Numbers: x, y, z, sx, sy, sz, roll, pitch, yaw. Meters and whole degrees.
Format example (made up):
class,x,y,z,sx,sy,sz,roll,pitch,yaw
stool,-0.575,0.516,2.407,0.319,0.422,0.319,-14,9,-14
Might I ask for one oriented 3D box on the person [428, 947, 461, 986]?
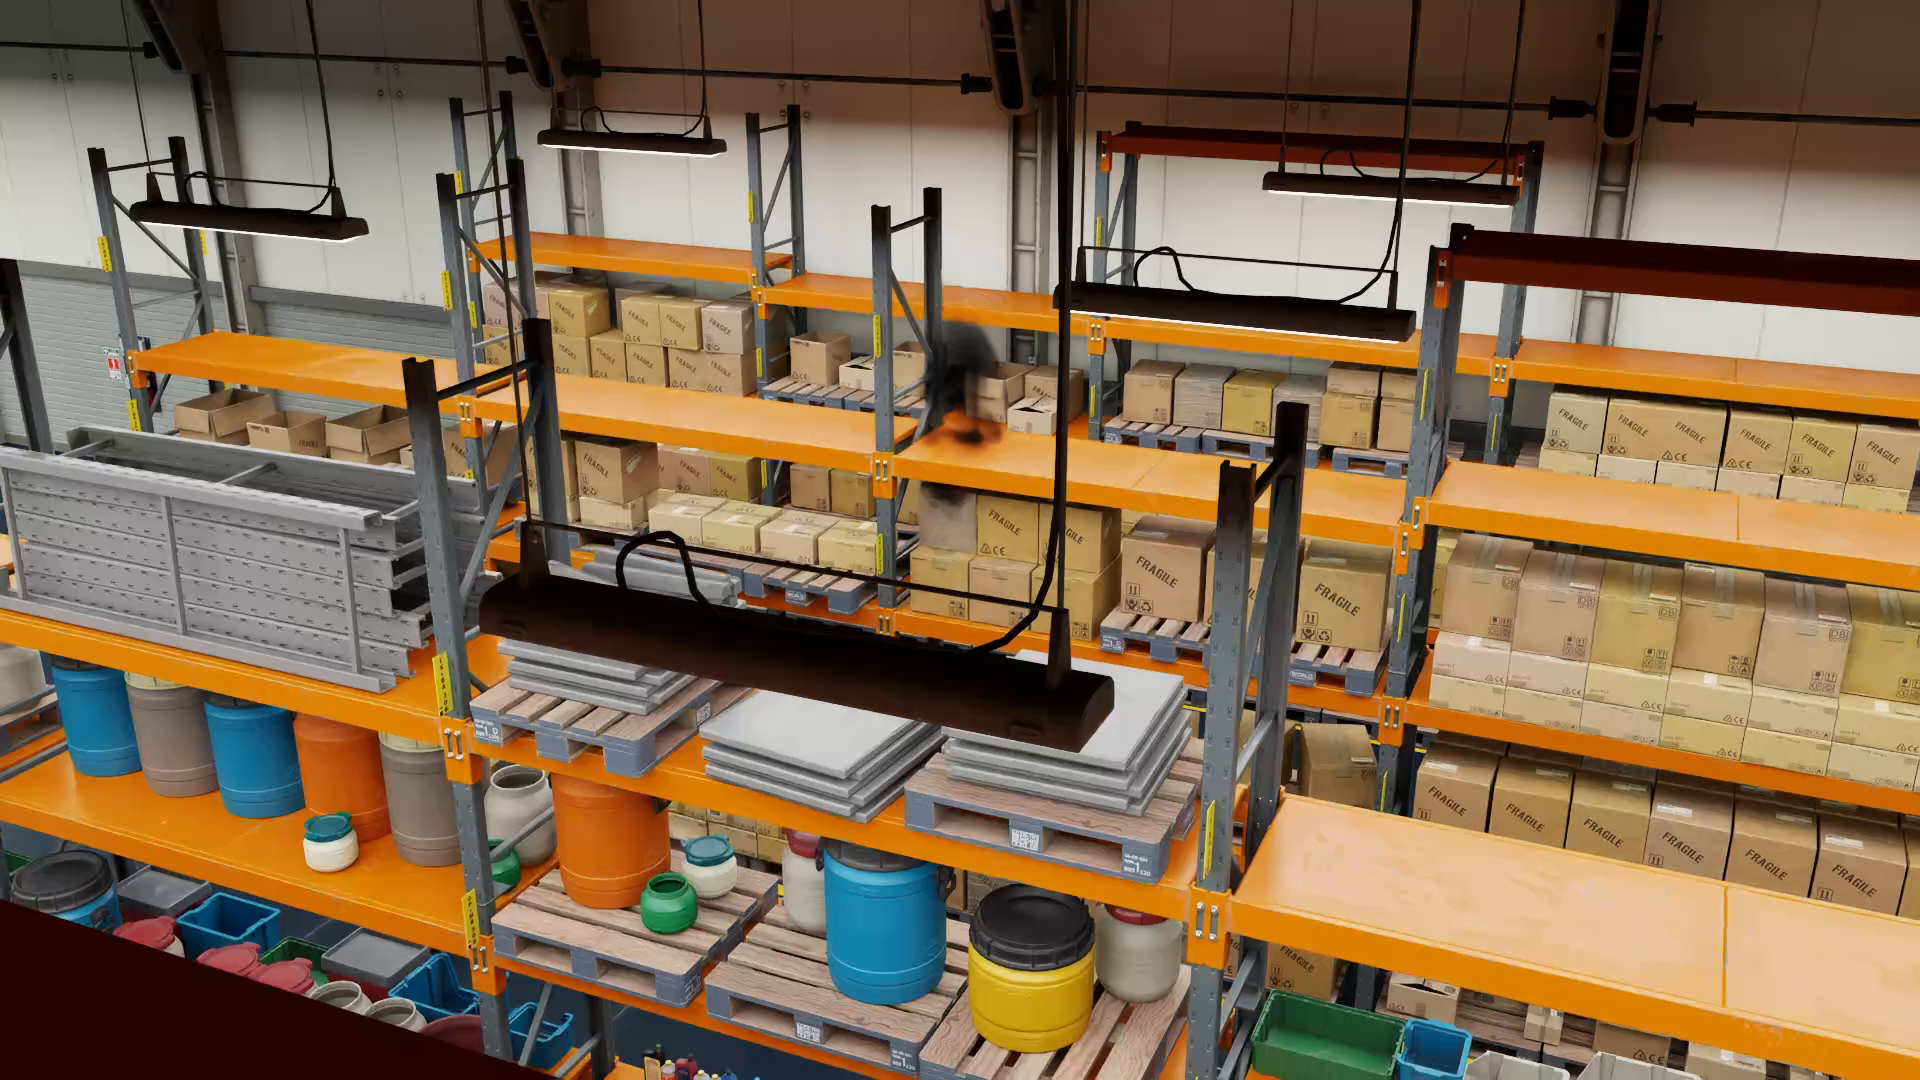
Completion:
class,x,y,z,sx,sy,sz,roll,pitch,yaw
person,-3.973,3.012,12.417,0.667,1.586,0.508,12,24,29
